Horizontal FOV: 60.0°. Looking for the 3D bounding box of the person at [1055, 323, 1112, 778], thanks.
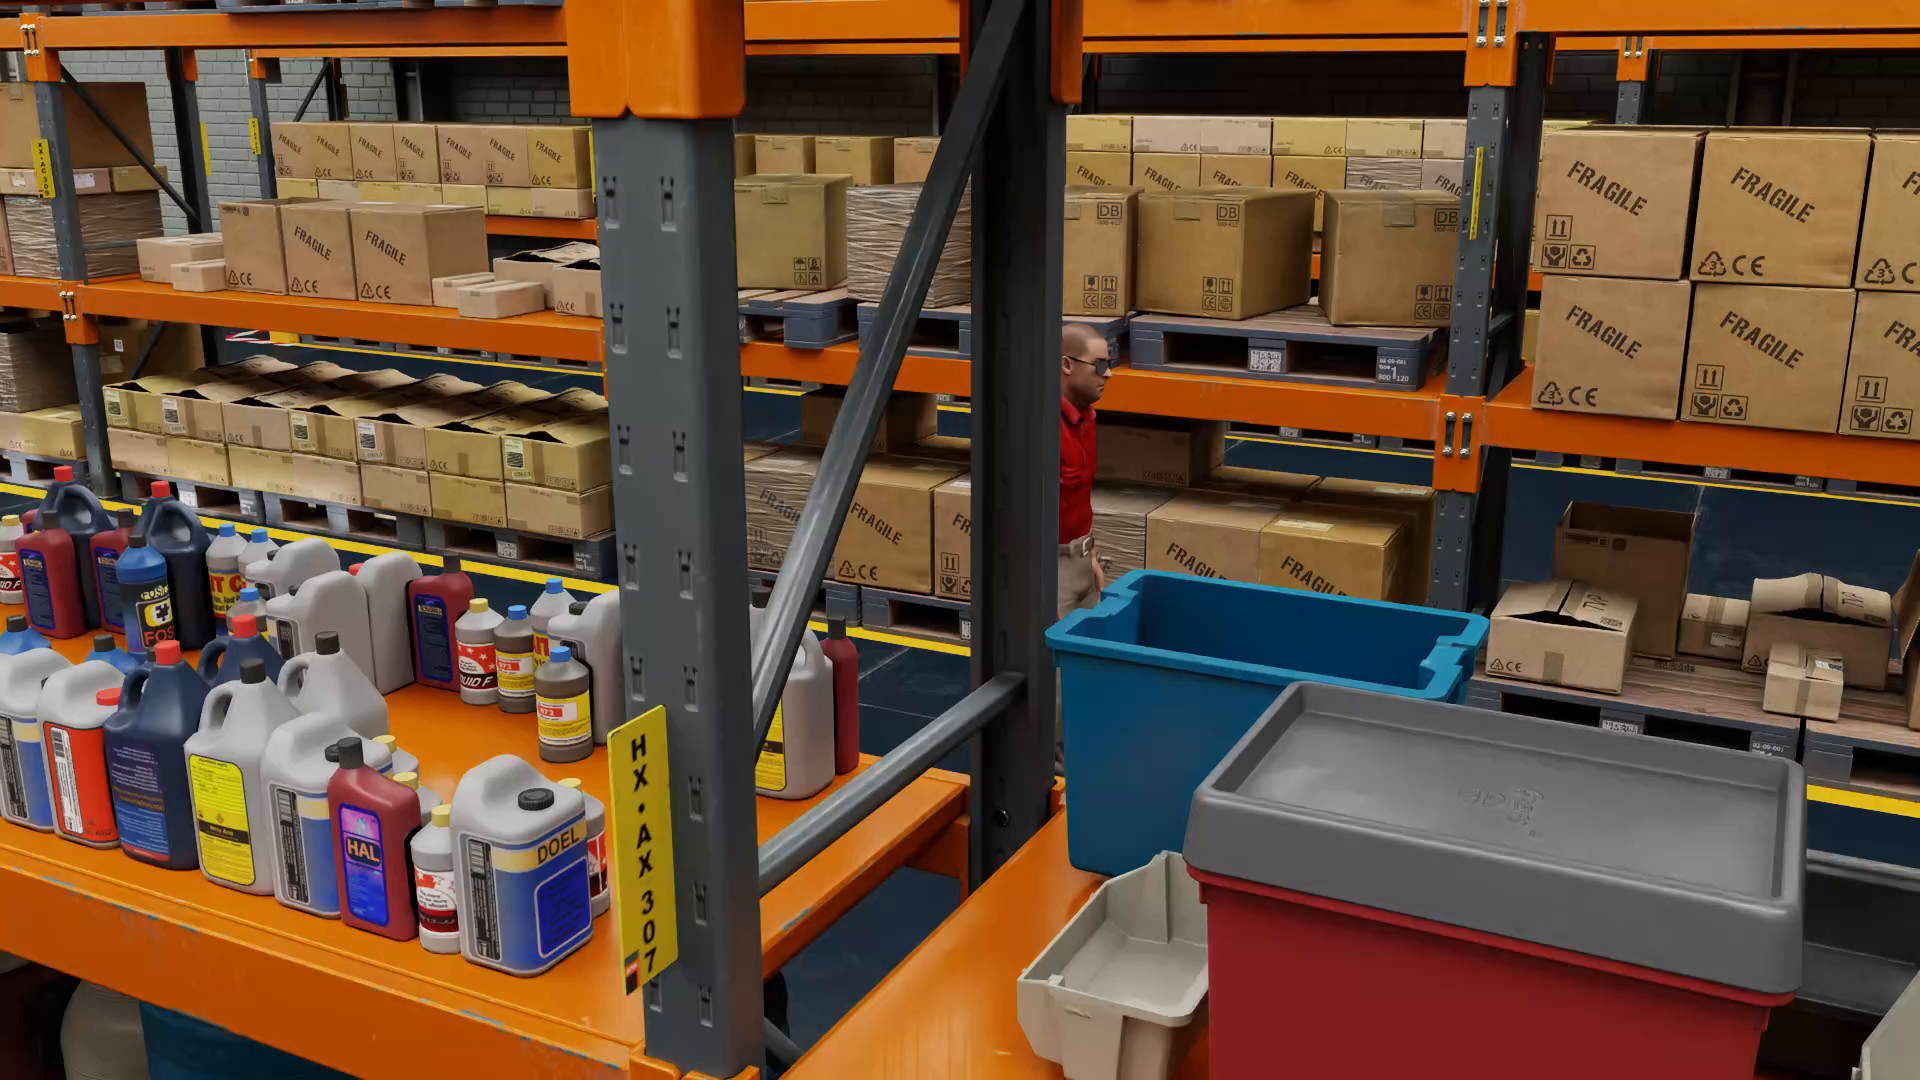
[{"bbox_3d":[0.316,0.136,5.565,0.384,1.728,0.603,7,17,23],"label":"person"}]
